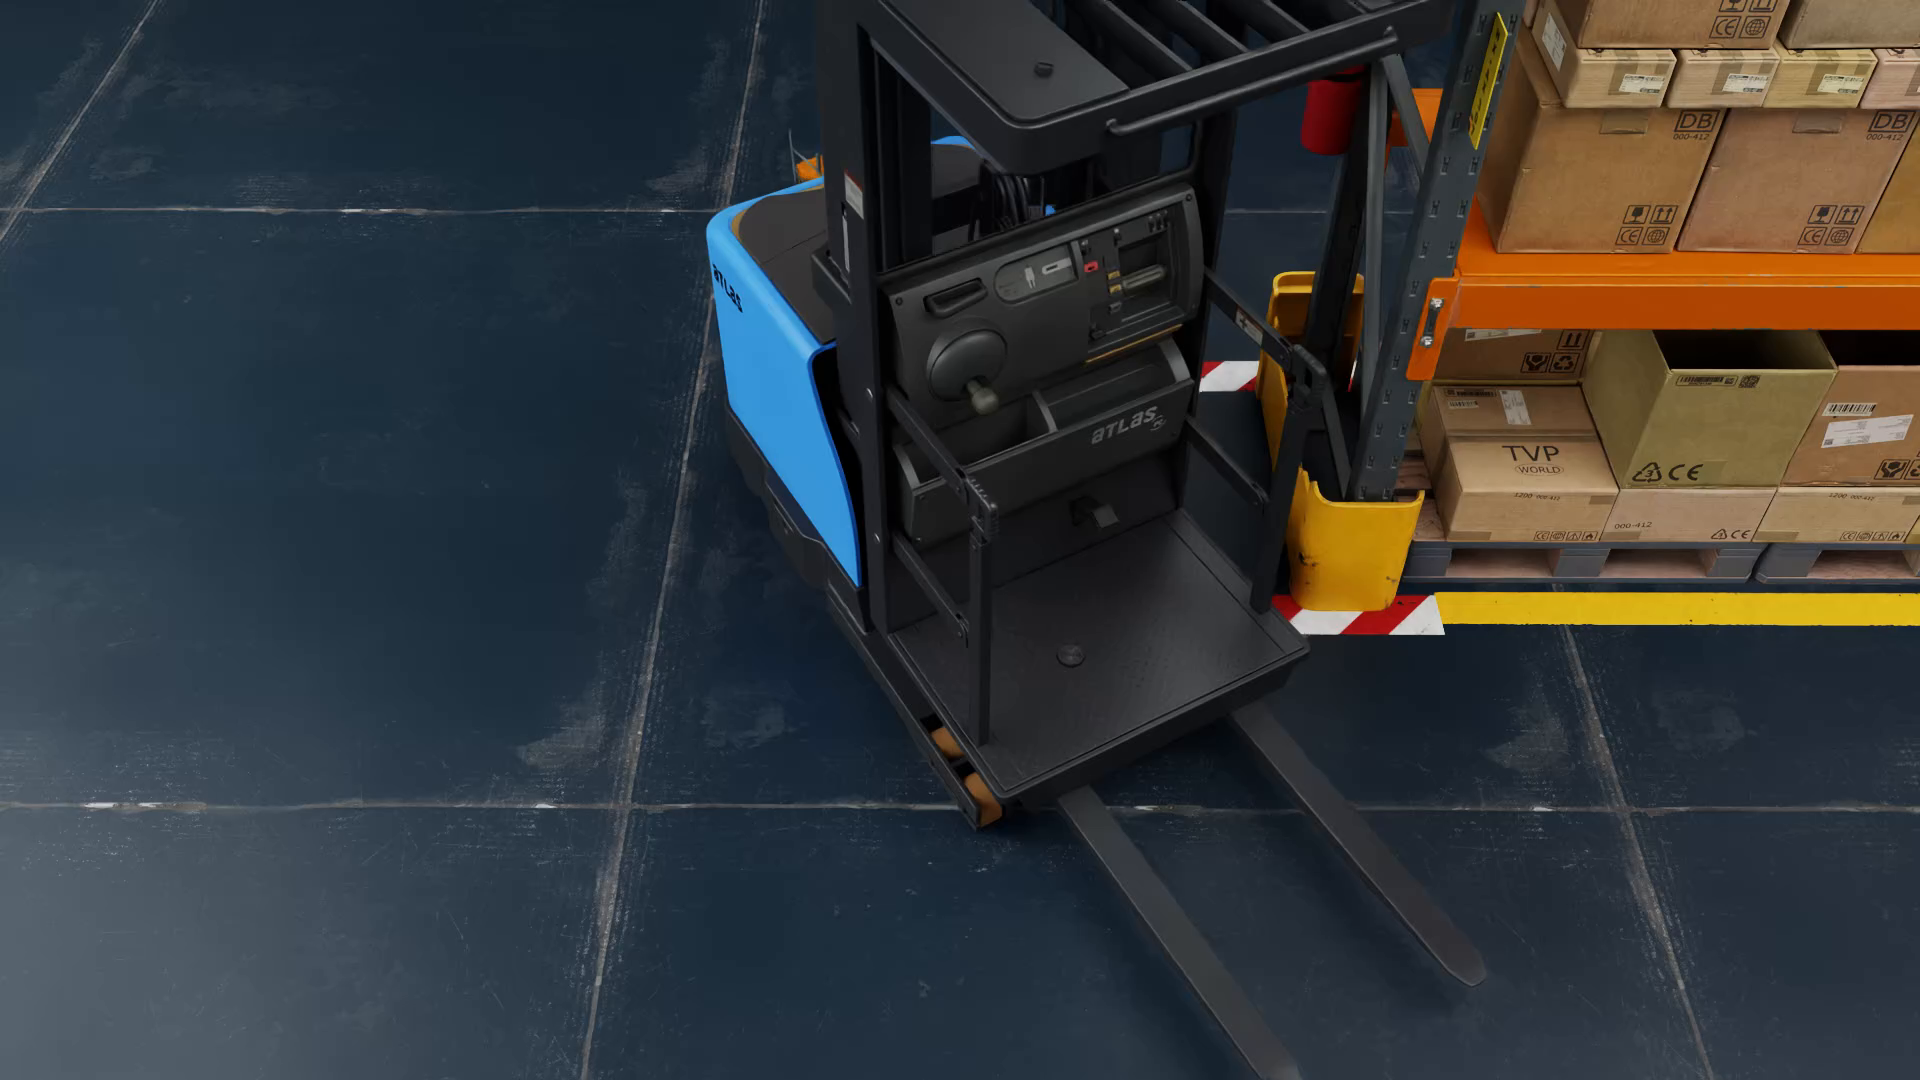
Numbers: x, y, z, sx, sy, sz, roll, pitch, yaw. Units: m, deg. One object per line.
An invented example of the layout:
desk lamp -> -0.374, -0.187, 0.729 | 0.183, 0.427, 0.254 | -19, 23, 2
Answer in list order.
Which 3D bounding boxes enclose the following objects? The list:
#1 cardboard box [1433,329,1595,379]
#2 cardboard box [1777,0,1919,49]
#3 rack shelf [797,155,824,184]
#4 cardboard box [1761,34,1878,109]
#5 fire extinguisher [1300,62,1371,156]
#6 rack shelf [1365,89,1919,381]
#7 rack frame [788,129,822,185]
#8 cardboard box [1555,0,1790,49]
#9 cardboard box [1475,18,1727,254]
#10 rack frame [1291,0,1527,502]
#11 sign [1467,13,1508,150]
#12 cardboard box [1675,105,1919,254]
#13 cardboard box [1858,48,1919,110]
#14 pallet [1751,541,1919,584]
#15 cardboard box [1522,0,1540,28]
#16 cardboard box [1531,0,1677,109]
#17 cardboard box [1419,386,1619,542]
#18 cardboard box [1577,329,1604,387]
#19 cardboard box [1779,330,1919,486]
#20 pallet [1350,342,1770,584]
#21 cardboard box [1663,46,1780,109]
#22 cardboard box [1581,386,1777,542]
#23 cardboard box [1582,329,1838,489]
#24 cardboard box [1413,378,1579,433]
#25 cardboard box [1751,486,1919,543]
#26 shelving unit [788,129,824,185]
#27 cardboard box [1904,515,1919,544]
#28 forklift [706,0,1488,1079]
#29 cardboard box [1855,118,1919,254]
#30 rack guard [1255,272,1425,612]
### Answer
cardboard box -> 1.846, -0.892, 5.610 | 0.500, 0.500, 0.500 | 0, 47, 0
cardboard box -> 2.354, -1.682, 4.312 | 0.500, 0.500, 0.700 | -1, 47, -1
rack shelf -> -0.411, -1.197, 5.766 | 0.240, 0.259, 0.215 | -26, 49, -22
cardboard box -> 2.214, -1.310, 4.409 | 0.250, 0.149, 0.380 | 0, 47, 0
fire extinguisher -> 1.192, -1.528, 5.176 | 0.183, 0.674, 0.296 | 0, 47, 0
rack shelf -> 3.309, -0.964, 5.089 | 4.000, 0.370, 1.077 | 0, 47, 0
rack frame -> -0.504, -0.952, 5.910 | 0.008, 1.050, 0.200 | -26, 49, -22
cardboard box -> 1.828, -1.679, 4.309 | 0.500, 0.500, 0.700 | 0, 47, 0
cardboard box -> 1.776, -1.237, 4.784 | 0.500, 0.500, 0.700 | 0, 47, 0
rack frame -> 1.309, -1.214, 4.831 | 0.127, 3.000, 1.000 | 0, 47, 0
sign -> 1.301, -1.130, 4.107 | 0.005, 0.325, 0.100 | 0, 47, 0
cardboard box -> 2.301, -1.240, 4.786 | 0.500, 0.500, 0.700 | 1, 47, 1
cardboard box -> 2.466, -1.308, 4.407 | 0.250, 0.149, 0.380 | 0, 47, 0
pallet -> 3.291, -0.287, 5.873 | 1.213, 0.211, 1.003 | 0, 47, 0
cardboard box -> 1.692, -1.608, 4.686 | 0.250, 0.149, 0.380 | -1, 47, -1
cardboard box -> 1.700, -1.310, 4.409 | 0.250, 0.149, 0.380 | 0, 47, 0
cardboard box -> 1.844, -0.256, 5.531 | 0.500, 0.250, 0.500 | 0, 47, 0
cardboard box -> 2.346, -0.643, 5.890 | 0.500, 0.250, 0.500 | 0, 47, 0
cardboard box -> 2.844, -0.520, 5.264 | 0.500, 0.500, 0.500 | 0, 47, 0
pallet -> 2.074, -0.293, 5.878 | 1.213, 0.211, 1.003 | 0, 47, 0
cardboard box -> 1.964, -1.312, 4.410 | 0.250, 0.149, 0.380 | -1, 47, -1
cardboard box -> 2.344, -0.257, 5.532 | 0.500, 0.250, 0.500 | 0, 47, 0
cardboard box -> 2.344, -0.512, 5.256 | 0.500, 0.500, 0.500 | 0, 47, 0
cardboard box -> 1.846, -0.635, 5.884 | 0.500, 0.250, 0.500 | 0, 47, 0
cardboard box -> 2.844, -0.256, 5.530 | 0.500, 0.250, 0.500 | 0, 47, 0
shelving unit -> -0.402, -1.001, 5.956 | 0.252, 1.050, 0.215 | -26, 49, -22
cardboard box -> 3.344, -0.251, 5.526 | 0.500, 0.250, 0.500 | 0, 47, 0
forklift -> 0.350, -0.536, 4.247 | 1.130, 2.935, 3.031 | -23, 51, -20
cardboard box -> 2.797, -1.234, 4.781 | 0.500, 0.500, 0.700 | 0, 47, 0
rack guard -> 1.285, -0.362, 5.746 | 0.348, 0.500, 1.175 | 0, 47, 0
